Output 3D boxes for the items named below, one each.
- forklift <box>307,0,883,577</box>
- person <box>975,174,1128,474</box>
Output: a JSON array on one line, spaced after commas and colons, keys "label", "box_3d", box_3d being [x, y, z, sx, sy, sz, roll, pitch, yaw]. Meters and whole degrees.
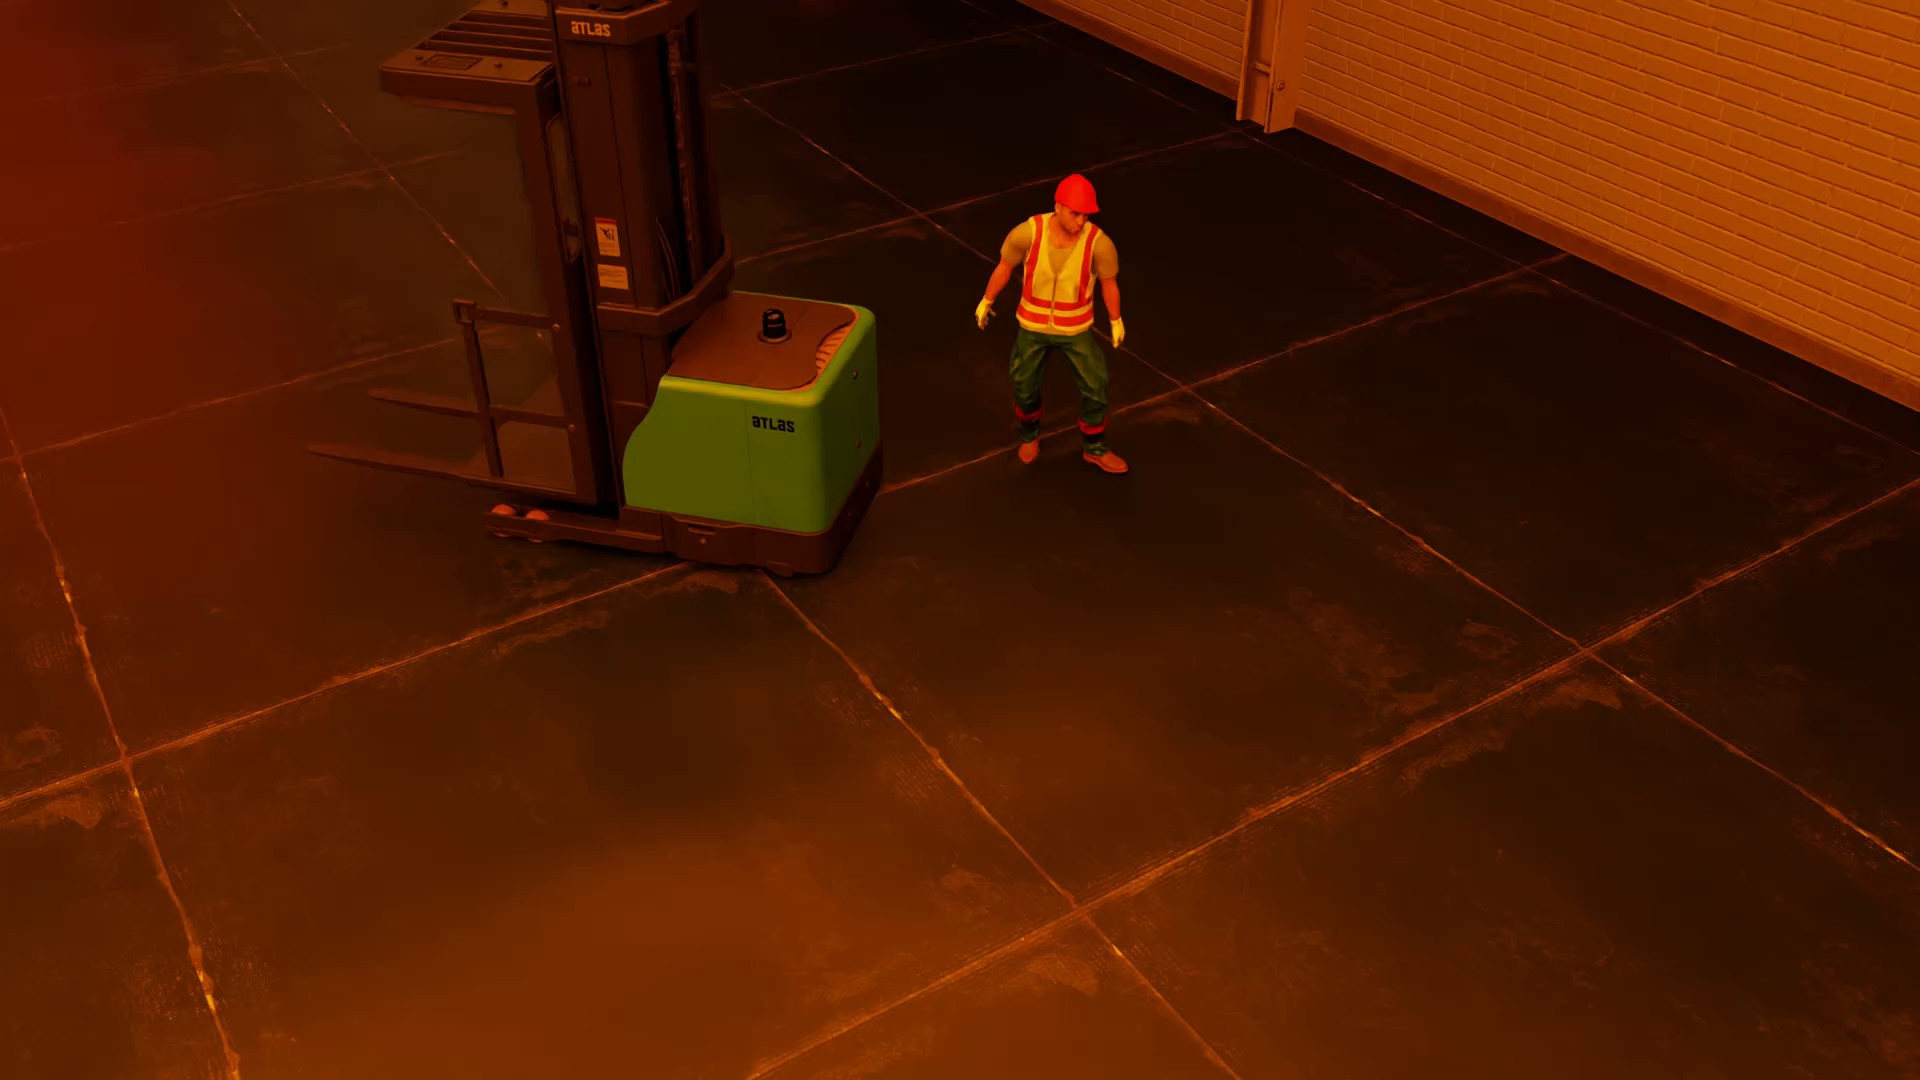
[{"label": "forklift", "box_3d": [-1.993, -1.470, 8.239, 3.031, 2.935, 1.130, 9, 36, 12]}, {"label": "person", "box_3d": [0.508, -1.145, 8.847, 0.887, 1.750, 0.464, 6, 36, 9]}]
